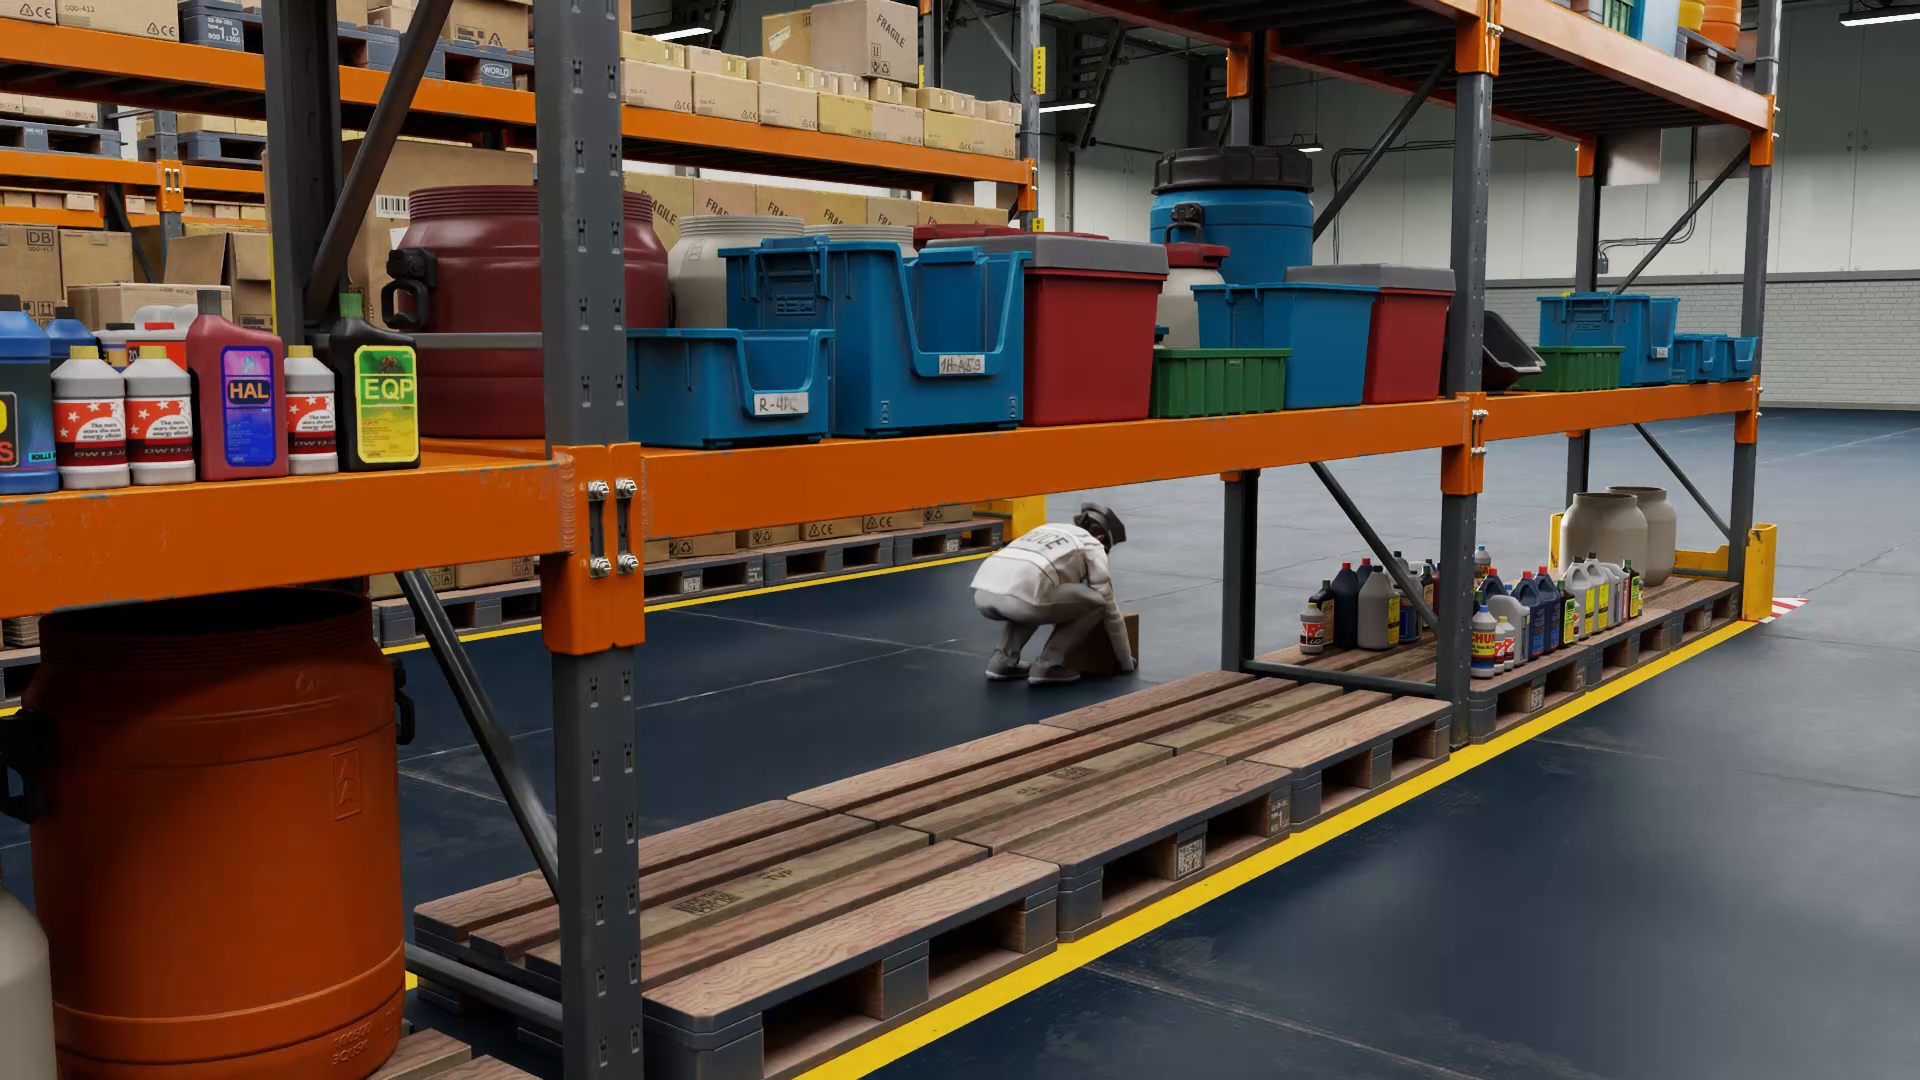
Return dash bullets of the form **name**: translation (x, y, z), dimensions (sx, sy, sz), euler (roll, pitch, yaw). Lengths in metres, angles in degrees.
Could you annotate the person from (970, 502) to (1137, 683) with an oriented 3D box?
- **person**: translation (0.428, 0.269, 7.531), dimensions (0.892, 0.841, 0.464), euler (-6, 9, -43)
